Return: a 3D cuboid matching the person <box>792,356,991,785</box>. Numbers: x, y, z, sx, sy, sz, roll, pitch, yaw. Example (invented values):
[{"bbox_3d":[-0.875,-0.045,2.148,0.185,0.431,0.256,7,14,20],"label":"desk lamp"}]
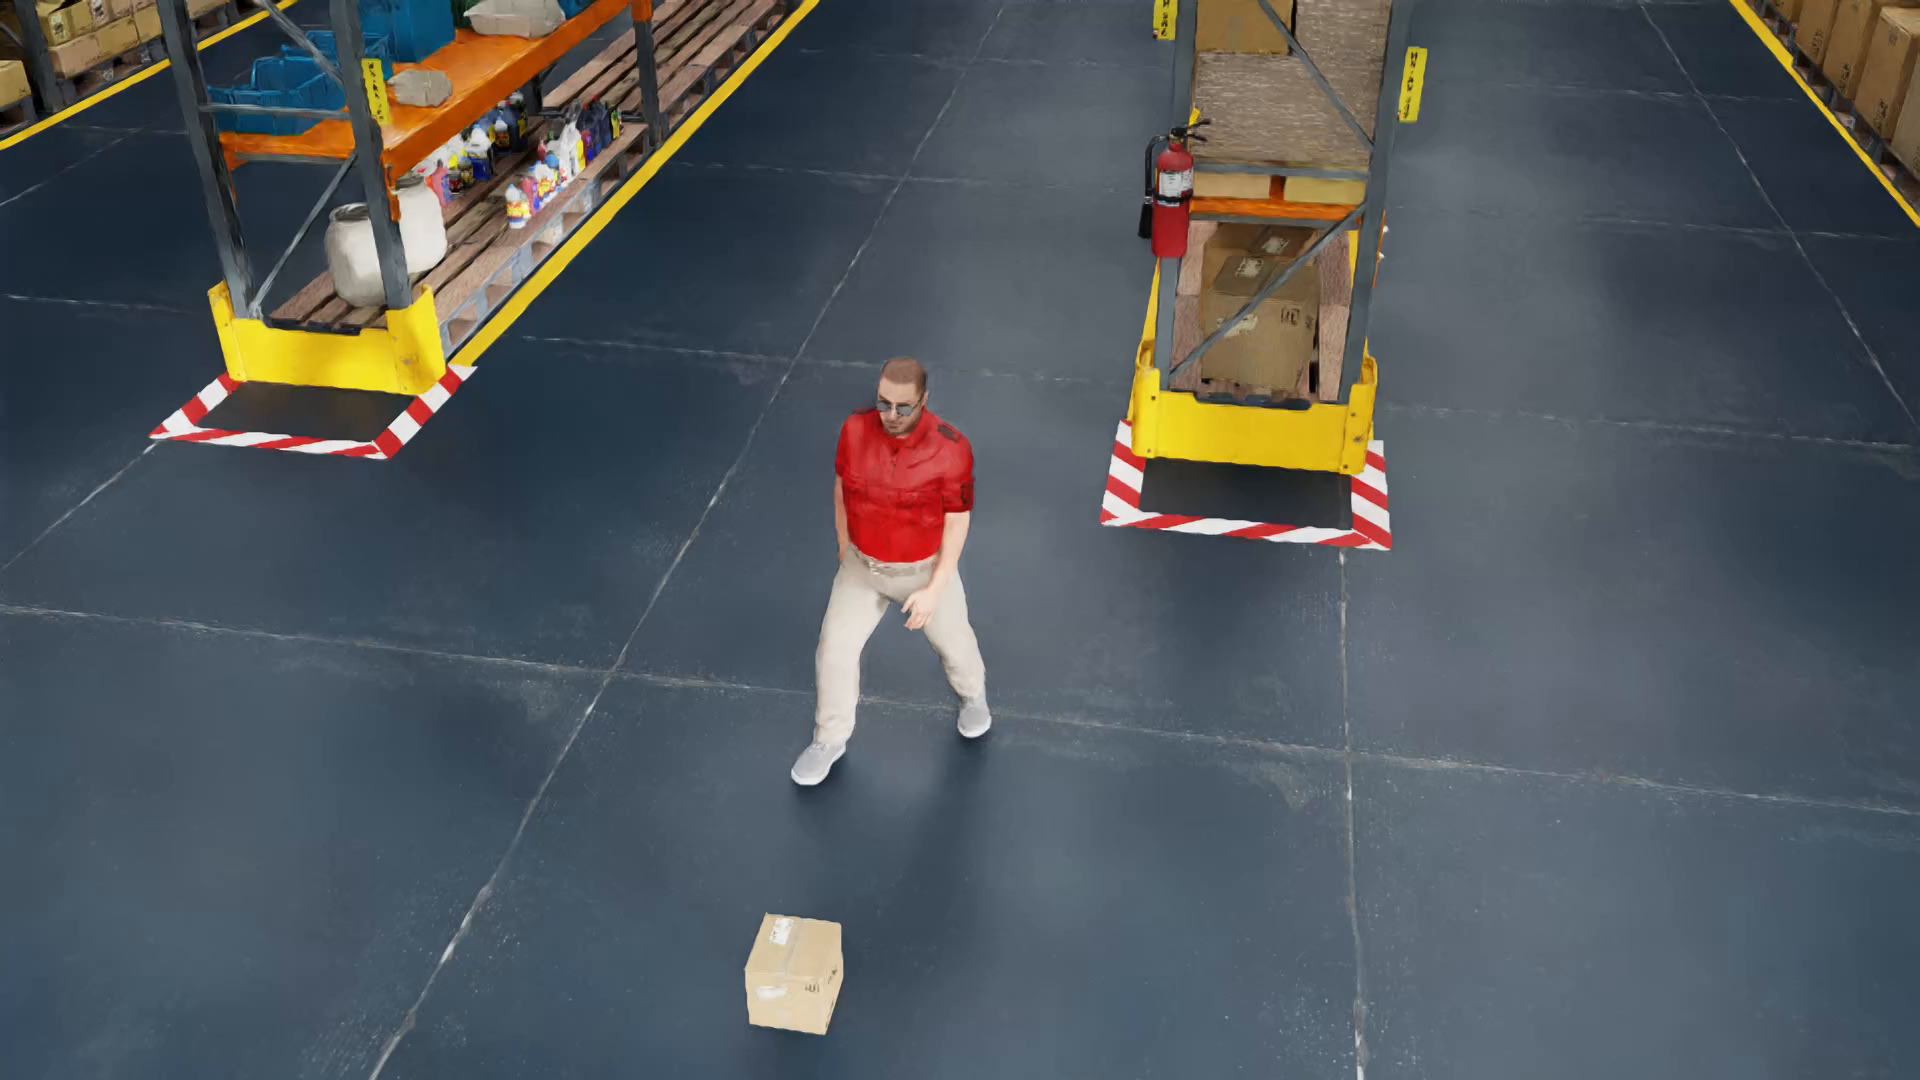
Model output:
[{"bbox_3d":[-0.236,0.081,6.047,0.620,1.683,0.800,11,34,17],"label":"person"}]
